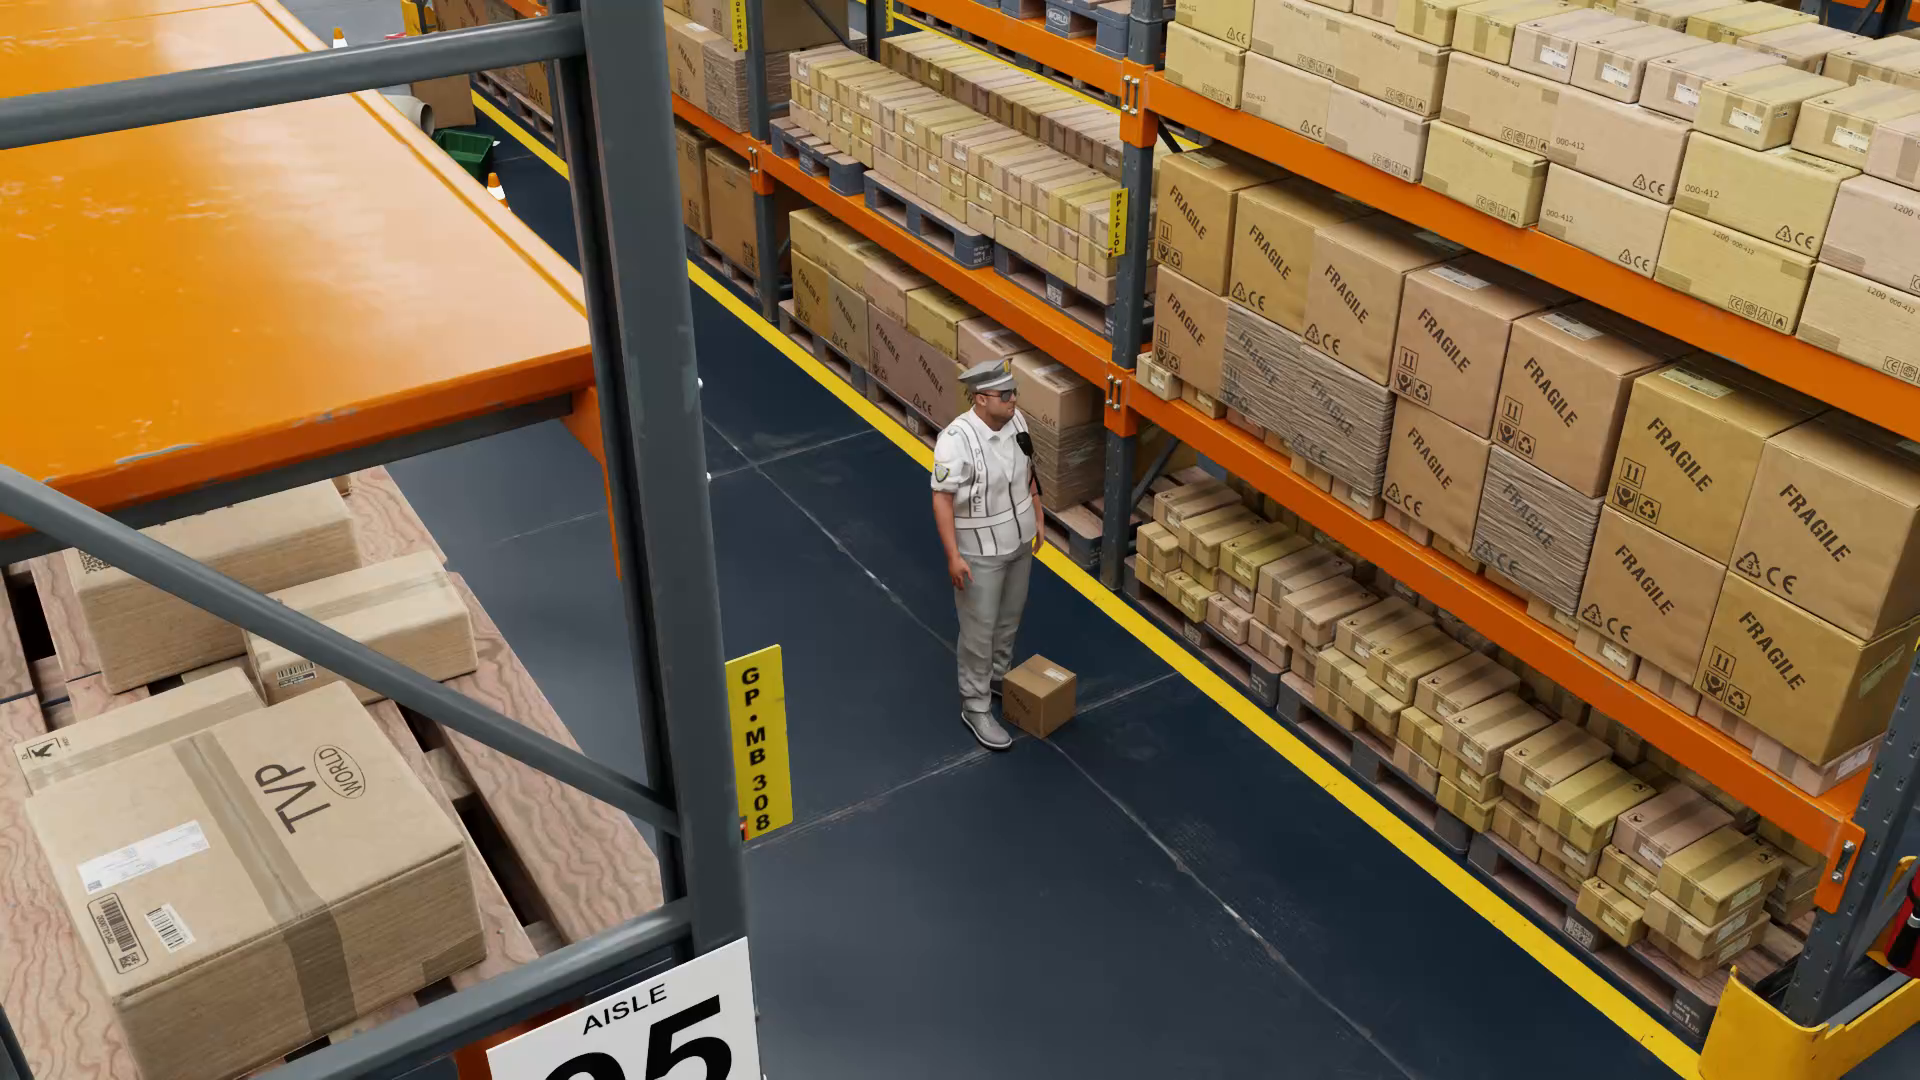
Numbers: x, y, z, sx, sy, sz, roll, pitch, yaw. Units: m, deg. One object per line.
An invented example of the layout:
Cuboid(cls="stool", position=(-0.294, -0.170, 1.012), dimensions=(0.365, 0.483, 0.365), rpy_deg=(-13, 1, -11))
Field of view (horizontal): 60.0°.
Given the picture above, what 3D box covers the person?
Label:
Cuboid(cls="person", position=(0.201, 0.023, 7.617), dimensions=(0.573, 1.782, 0.642), rpy_deg=(27, 41, 36))
